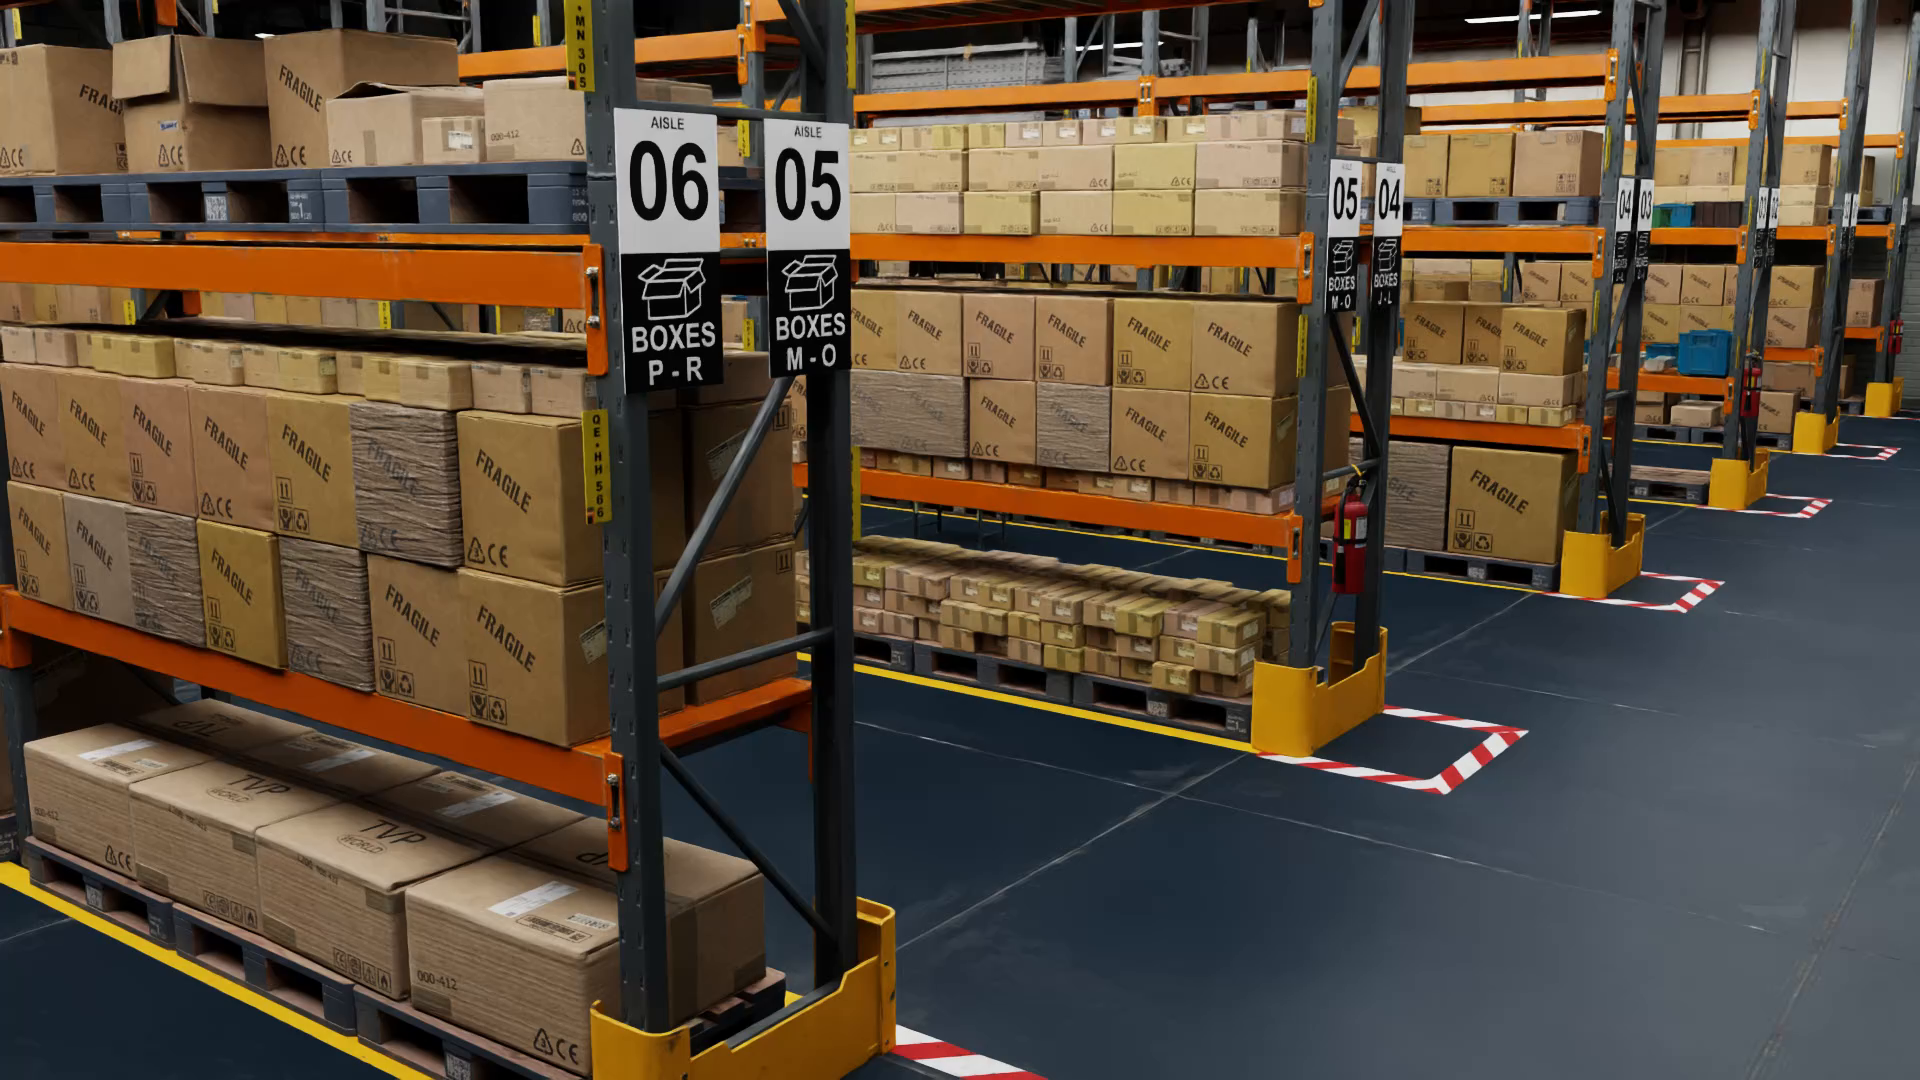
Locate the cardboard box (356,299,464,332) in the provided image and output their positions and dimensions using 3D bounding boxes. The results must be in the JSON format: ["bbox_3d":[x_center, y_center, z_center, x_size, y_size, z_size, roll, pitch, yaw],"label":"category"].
[{"bbox_3d":[-4.661,-1.868,14.112,0.500,0.500,0.700,8,13,35],"label":"cardboard box"}]

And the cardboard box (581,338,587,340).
[{"bbox_3d":[-2.818,-1.550,13.357,0.250,0.149,0.380,8,14,36],"label":"cardboard box"}]

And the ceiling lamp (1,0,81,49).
[{"bbox_3d":[-18.868,-11.094,33.537,0.800,3.185,2.000,8,13,36],"label":"ceiling lamp"}]

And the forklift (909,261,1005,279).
[{"bbox_3d":[-0.034,-2.272,19.276,1.130,2.935,3.031,0,11,0],"label":"forklift"}]

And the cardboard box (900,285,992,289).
[{"bbox_3d":[-0.123,-1.444,11.136,0.500,0.500,0.500,7,13,34],"label":"cardboard box"}]

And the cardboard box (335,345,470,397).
[{"bbox_3d":[-1.938,-0.591,5.806,0.250,0.149,0.380,8,13,35],"label":"cardboard box"}]

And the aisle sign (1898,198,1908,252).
[{"bbox_3d":[13.836,-4.622,24.398,0.004,0.787,0.394,8,13,36],"label":"aisle sign"}]

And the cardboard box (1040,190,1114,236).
[{"bbox_3d":[0.812,-1.900,9.673,0.500,0.250,0.500,9,14,38],"label":"cardboard box"}]

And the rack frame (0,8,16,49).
[{"bbox_3d":[-10.753,-5.121,18.027,0.127,3.000,1.000,8,13,36],"label":"rack frame"}]

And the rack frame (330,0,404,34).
[{"bbox_3d":[-7.736,-5.869,21.894,0.127,3.000,1.000,8,13,36],"label":"rack frame"}]

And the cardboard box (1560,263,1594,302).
[{"bbox_3d":[8.432,-3.476,22.426,0.500,0.500,0.500,7,13,34],"label":"cardboard box"}]

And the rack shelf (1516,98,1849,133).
[{"bbox_3d":[9.415,-5.456,21.663,4.000,0.370,1.077,8,13,36],"label":"rack shelf"}]

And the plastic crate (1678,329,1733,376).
[{"bbox_3d":[7.711,-1.939,17.123,0.499,0.435,0.616,8,13,36],"label":"plastic crate"}]

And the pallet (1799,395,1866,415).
[{"bbox_3d":[13.265,-2.108,25.592,1.213,0.211,1.003,8,13,36],"label":"pallet"}]

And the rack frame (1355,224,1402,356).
[{"bbox_3d":[4.868,-2.332,19.409,0.127,3.000,1.000,8,13,36],"label":"rack frame"}]

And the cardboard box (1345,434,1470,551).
[{"bbox_3d":[3.863,-0.450,14.165,0.875,0.875,0.875,8,13,36],"label":"cardboard box"}]

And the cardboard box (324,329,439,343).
[{"bbox_3d":[-2.293,-0.751,6.631,0.250,0.149,0.380,8,14,36],"label":"cardboard box"}]

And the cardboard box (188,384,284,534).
[{"bbox_3d":[-2.475,-0.332,6.175,0.500,0.500,0.500,8,13,35],"label":"cardboard box"}]

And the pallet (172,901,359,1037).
[{"bbox_3d":[-2.376,1.547,6.700,1.213,0.211,1.003,8,13,36],"label":"pallet"}]

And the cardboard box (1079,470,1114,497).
[{"bbox_3d":[0.909,-0.365,9.903,0.250,0.149,0.380,7,13,33],"label":"cardboard box"}]

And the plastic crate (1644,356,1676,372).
[{"bbox_3d":[7.327,-1.847,17.435,0.243,0.136,0.396,8,13,36],"label":"plastic crate"}]

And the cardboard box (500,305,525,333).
[{"bbox_3d":[-5.220,-2.790,20.730,0.500,0.500,0.875,8,13,36],"label":"cardboard box"}]

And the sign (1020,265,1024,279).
[{"bbox_3d":[1.027,-4.369,27.446,0.005,0.325,0.100,8,13,36],"label":"sign"}]

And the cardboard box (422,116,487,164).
[{"bbox_3d":[-1.507,-1.284,5.383,0.250,0.149,0.380,7,13,31],"label":"cardboard box"}]

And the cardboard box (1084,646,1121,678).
[{"bbox_3d":[0.959,0.708,10.095,0.250,0.149,0.380,8,14,36],"label":"cardboard box"}]

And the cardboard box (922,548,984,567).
[{"bbox_3d":[-0.043,0.166,11.329,0.250,0.149,0.380,8,14,37],"label":"cardboard box"}]

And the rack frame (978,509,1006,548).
[{"bbox_3d":[0.290,-0.696,14.899,0.023,1.500,0.400,8,13,36],"label":"rack frame"}]

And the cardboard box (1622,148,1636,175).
[{"bbox_3d":[8.943,-4.921,21.997,0.500,0.500,0.700,8,13,36],"label":"cardboard box"}]

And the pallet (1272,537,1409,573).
[{"bbox_3d":[3.490,0.029,14.542,1.213,0.211,1.003,8,13,36],"label":"pallet"}]

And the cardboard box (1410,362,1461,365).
[{"bbox_3d":[4.107,-1.407,14.236,0.500,0.250,0.500,7,13,34],"label":"cardboard box"}]

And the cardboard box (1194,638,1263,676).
[{"bbox_3d":[1.548,0.655,9.583,0.250,0.149,0.380,8,13,34],"label":"cardboard box"}]

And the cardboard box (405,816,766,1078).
[{"bbox_3d":[-1.297,1.385,5.831,0.875,0.438,0.875,7,13,34],"label":"cardboard box"}]

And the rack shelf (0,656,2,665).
[{"bbox_3d":[-5.542,0.071,8.878,4.000,0.370,1.077,8,13,36],"label":"rack shelf"}]

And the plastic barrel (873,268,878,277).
[{"bbox_3d":[-1.448,-3.388,23.547,0.708,0.901,0.600,8,13,36],"label":"plastic barrel"}]

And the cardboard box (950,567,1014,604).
[{"bbox_3d":[0.143,0.291,10.680,0.250,0.149,0.380,7,13,33],"label":"cardboard box"}]

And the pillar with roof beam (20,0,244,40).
[{"bbox_3d":[-24.592,-10.911,47.958,0.548,9.000,9.100,8,13,36],"label":"pillar with roof beam"}]

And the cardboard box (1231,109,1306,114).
[{"bbox_3d":[2.690,-3.613,14.523,0.500,0.250,0.500,7,13,32],"label":"cardboard box"}]

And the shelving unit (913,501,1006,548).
[{"bbox_3d":[-0.005,-0.737,15.111,0.755,1.500,0.431,8,13,36],"label":"shelving unit"}]

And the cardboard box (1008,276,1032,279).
[{"bbox_3d":[1.009,-4.355,27.893,0.250,0.149,0.380,8,13,35],"label":"cardboard box"}]

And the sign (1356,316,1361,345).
[{"bbox_3d":[4.541,-2.384,18.949,0.005,0.325,0.100,8,13,36],"label":"sign"}]

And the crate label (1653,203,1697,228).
[{"bbox_3d":[7.539,-3.436,17.606,0.502,0.251,0.408,8,13,36],"label":"crate label"}]

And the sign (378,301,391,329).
[{"bbox_3d":[-4.631,-1.759,13.397,0.005,0.325,0.100,8,13,36],"label":"sign"}]

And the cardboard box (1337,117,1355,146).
[{"bbox_3d":[2.016,-2.288,9.312,0.250,0.149,0.380,8,13,35],"label":"cardboard box"}]

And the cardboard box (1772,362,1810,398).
[{"bbox_3d":[12.929,-2.498,25.740,0.500,0.500,0.700,8,13,35],"label":"cardboard box"}]

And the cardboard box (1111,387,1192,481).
[{"bbox_3d":[1.216,-0.641,9.622,0.500,0.500,0.500,8,13,35],"label":"cardboard box"}]

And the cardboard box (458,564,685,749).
[{"bbox_3d":[-1.251,0.330,5.385,0.500,0.500,0.500,8,14,36],"label":"cardboard box"}]

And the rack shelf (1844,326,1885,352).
[{"bbox_3d":[12.344,-3.271,26.155,4.000,0.370,1.077,8,13,36],"label":"rack shelf"}]

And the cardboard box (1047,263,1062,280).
[{"bbox_3d":[2.072,-5.287,33.048,0.500,0.500,0.500,7,13,34],"label":"cardboard box"}]

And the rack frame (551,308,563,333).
[{"bbox_3d":[-4.512,-2.474,20.139,0.127,3.000,1.000,8,13,36],"label":"rack frame"}]

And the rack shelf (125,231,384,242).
[{"bbox_3d":[-5.917,-2.620,14.894,4.000,0.370,1.077,8,13,36],"label":"rack shelf"}]
